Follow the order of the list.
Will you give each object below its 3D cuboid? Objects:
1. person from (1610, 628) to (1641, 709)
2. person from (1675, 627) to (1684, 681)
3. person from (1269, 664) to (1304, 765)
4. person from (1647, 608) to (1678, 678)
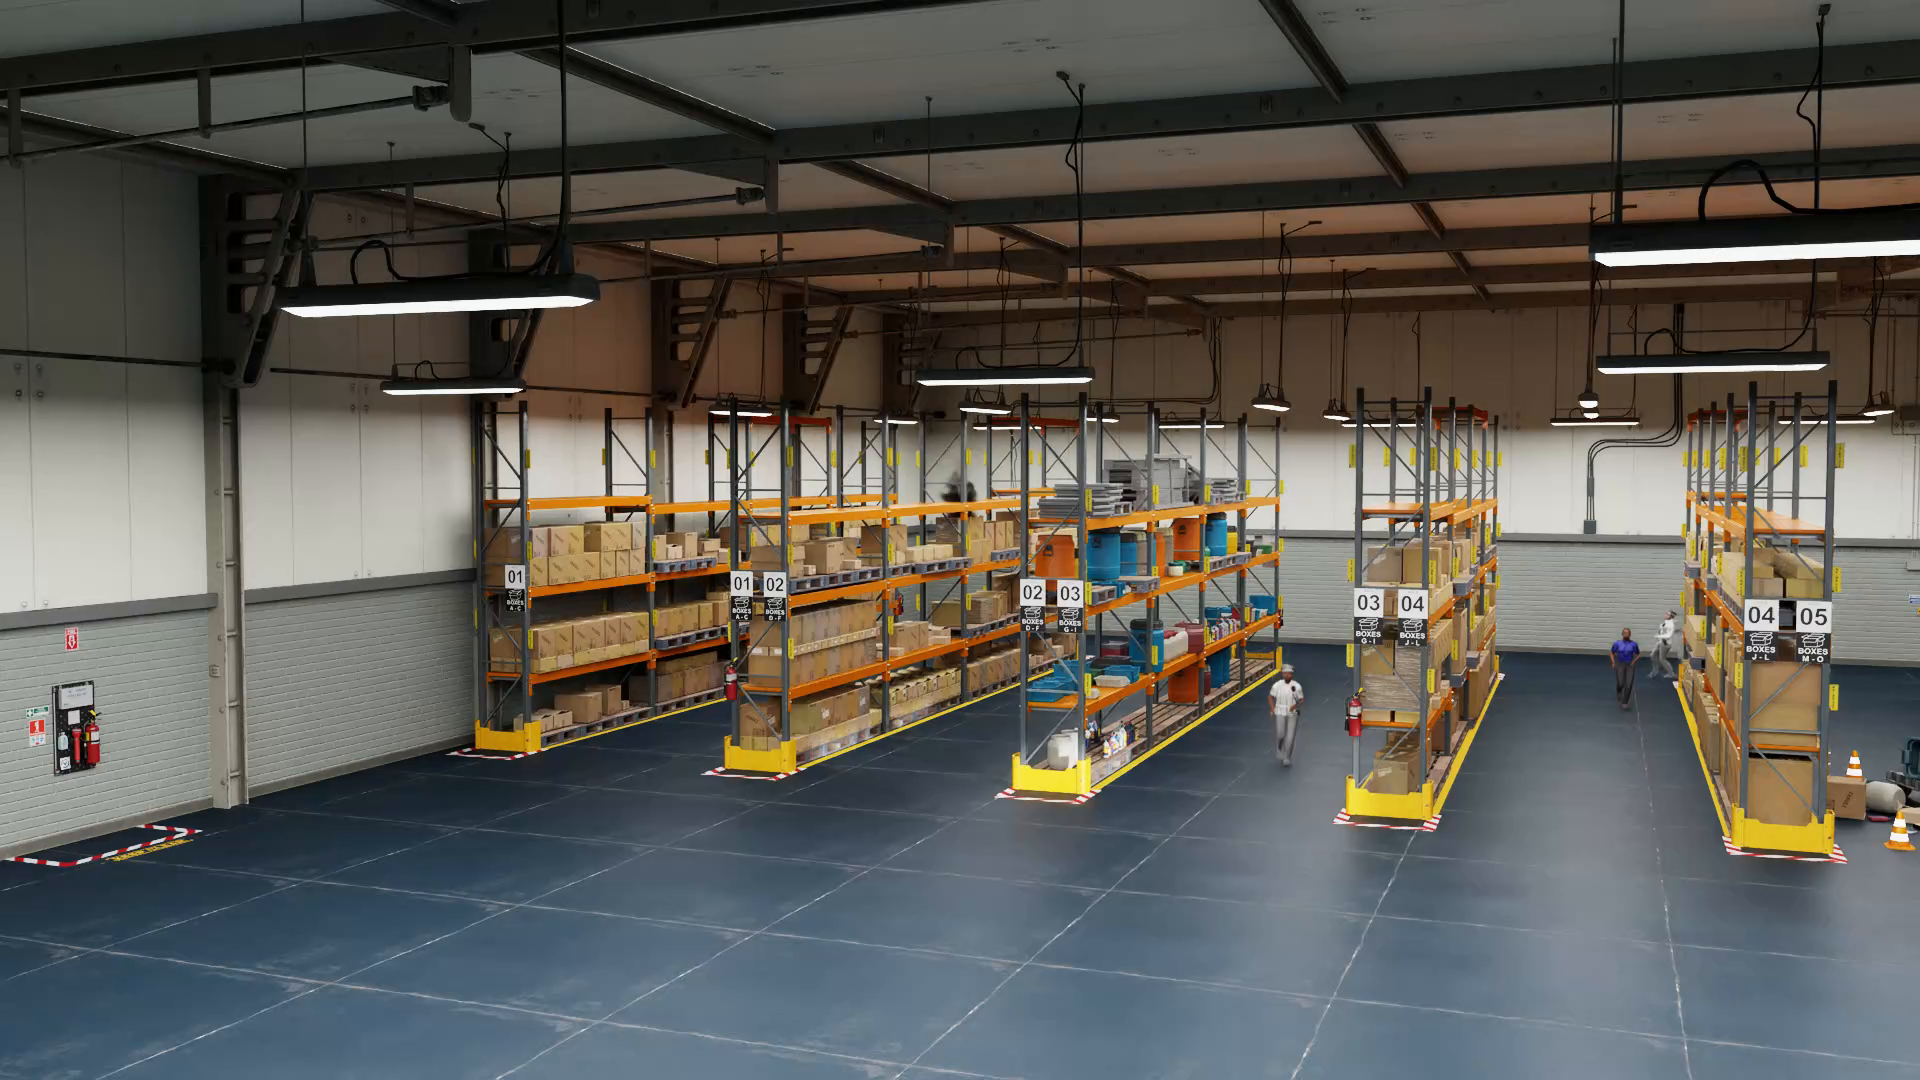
[{"bbox_3d":[13.378,2.577,33.439,0.575,1.611,0.559,1,3,17],"label":"person"},{"bbox_3d":[16.561,2.305,37.553,0.749,1.847,0.712,1,3,17],"label":"person"},{"bbox_3d":[5.315,2.852,27.079,0.574,1.653,0.556,1,3,11],"label":"person"},{"bbox_3d":[15.949,2.361,37.740,0.589,1.674,0.736,1,3,17],"label":"person"}]
